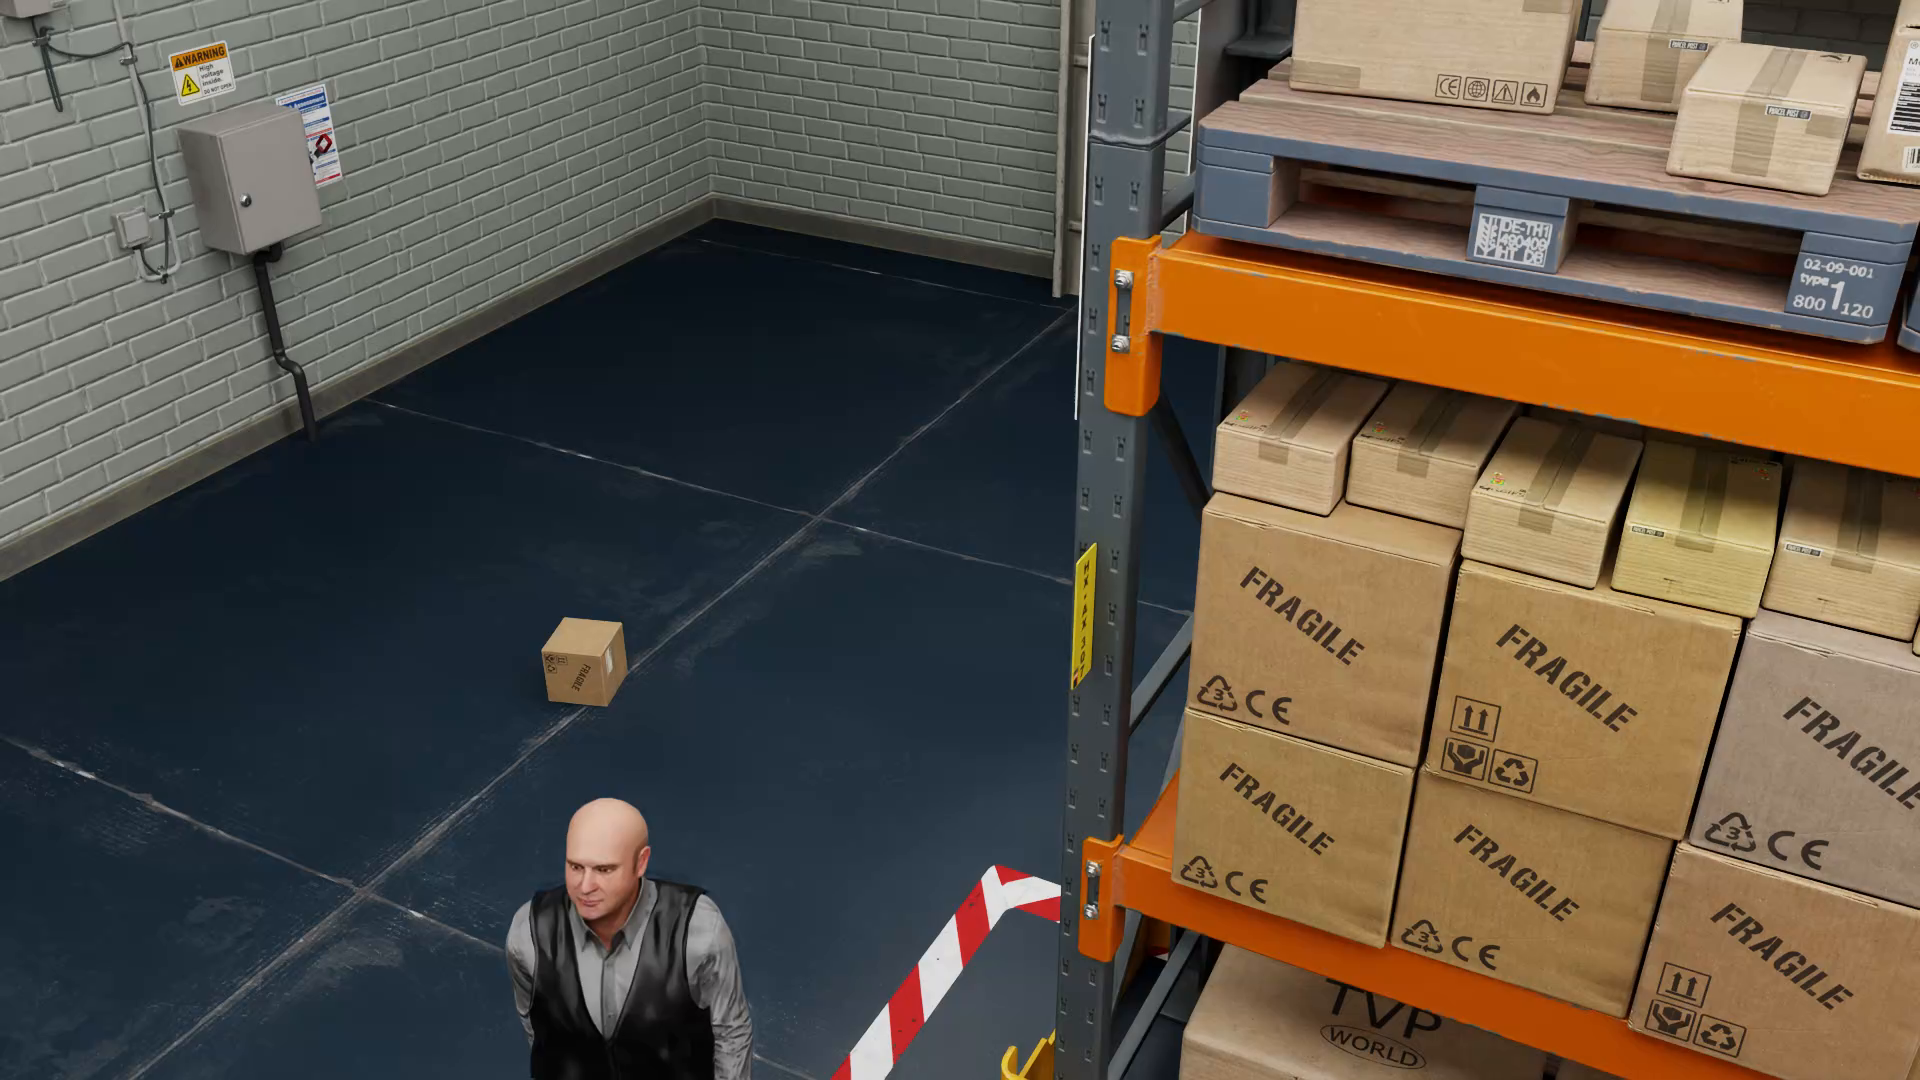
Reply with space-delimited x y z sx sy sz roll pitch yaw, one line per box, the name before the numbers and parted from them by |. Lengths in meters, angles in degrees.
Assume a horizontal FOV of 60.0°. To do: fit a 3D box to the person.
person | -0.735 1.328 3.846 0.537 1.677 0.998 -3 30 -5
